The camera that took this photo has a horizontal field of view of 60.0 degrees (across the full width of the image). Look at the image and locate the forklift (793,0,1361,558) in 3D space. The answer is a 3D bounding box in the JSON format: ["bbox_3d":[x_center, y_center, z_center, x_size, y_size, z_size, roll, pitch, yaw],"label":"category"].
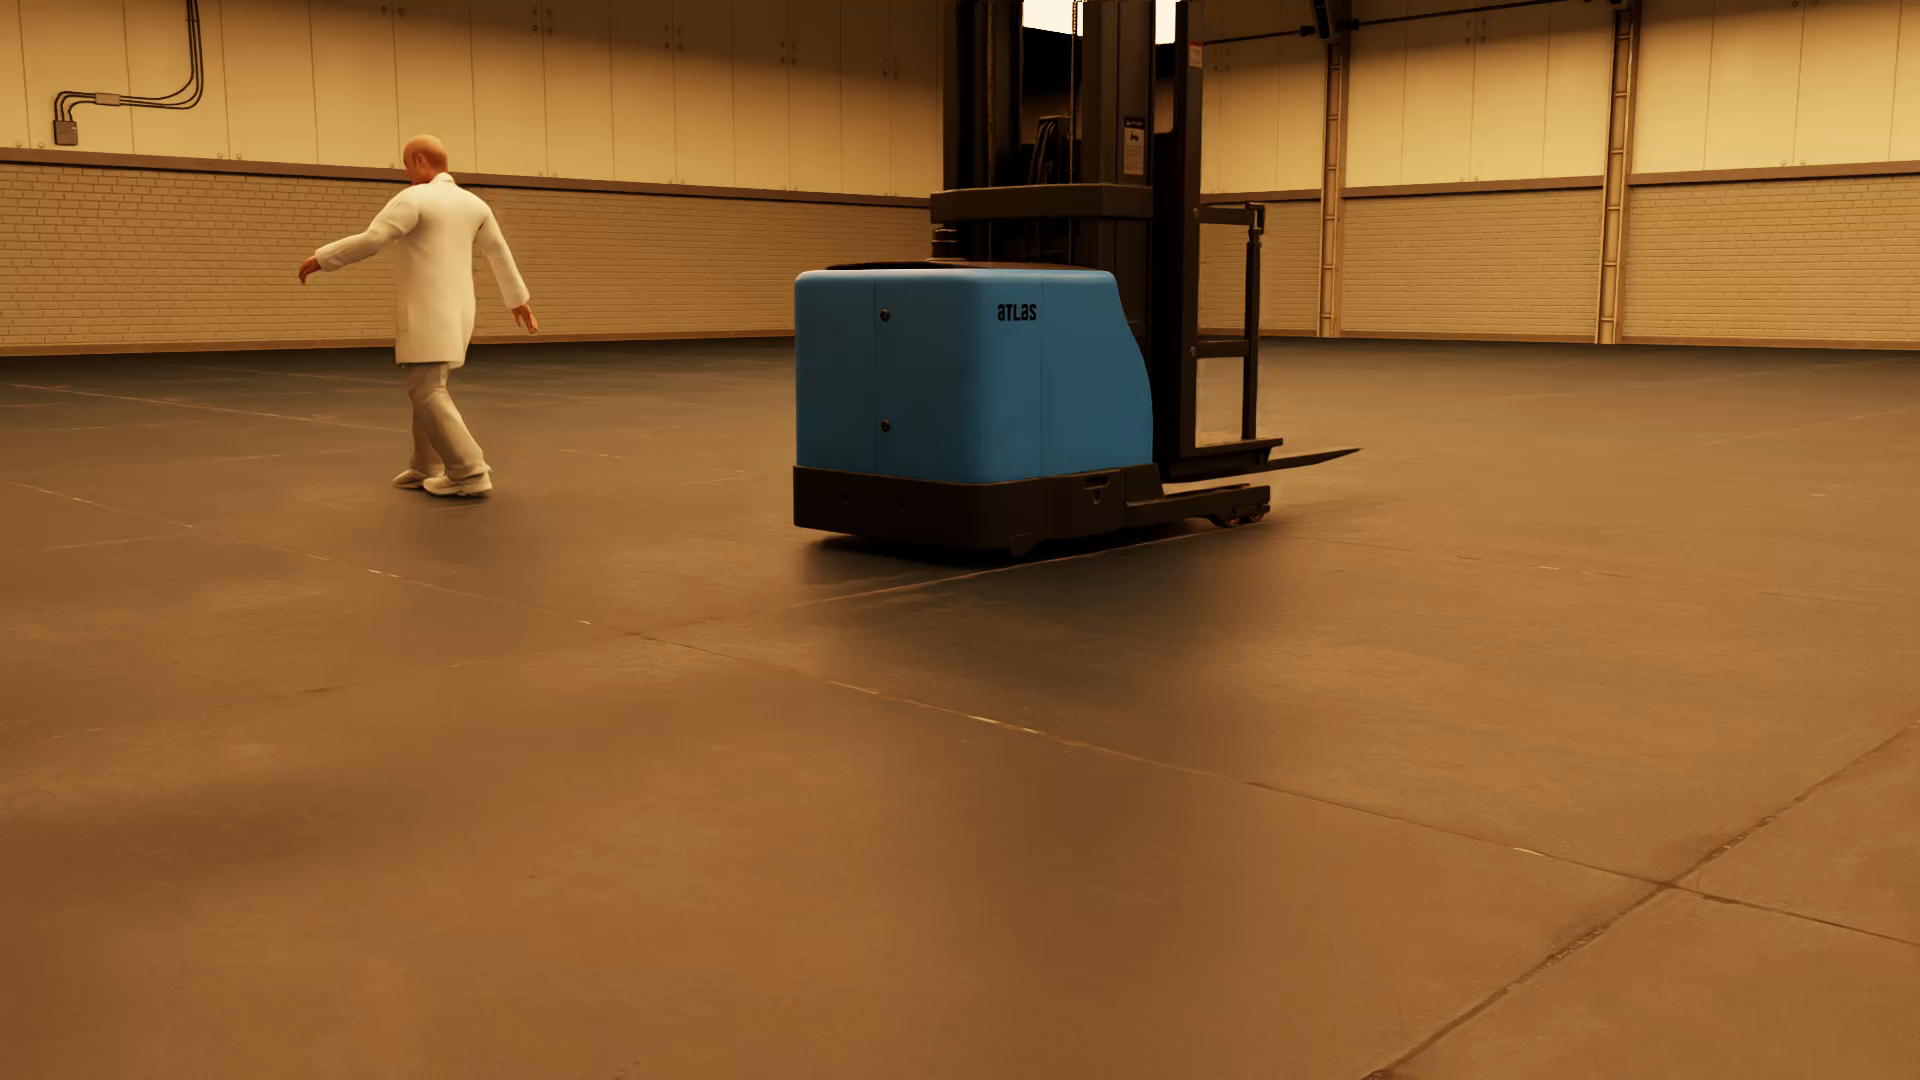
[{"bbox_3d":[0.709,-1.551,7.176,1.130,2.935,3.031,8,12,42],"label":"forklift"}]

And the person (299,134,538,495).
[{"bbox_3d":[-2.612,-1.101,8.229,0.814,1.760,1.022,4,9,23],"label":"person"}]
